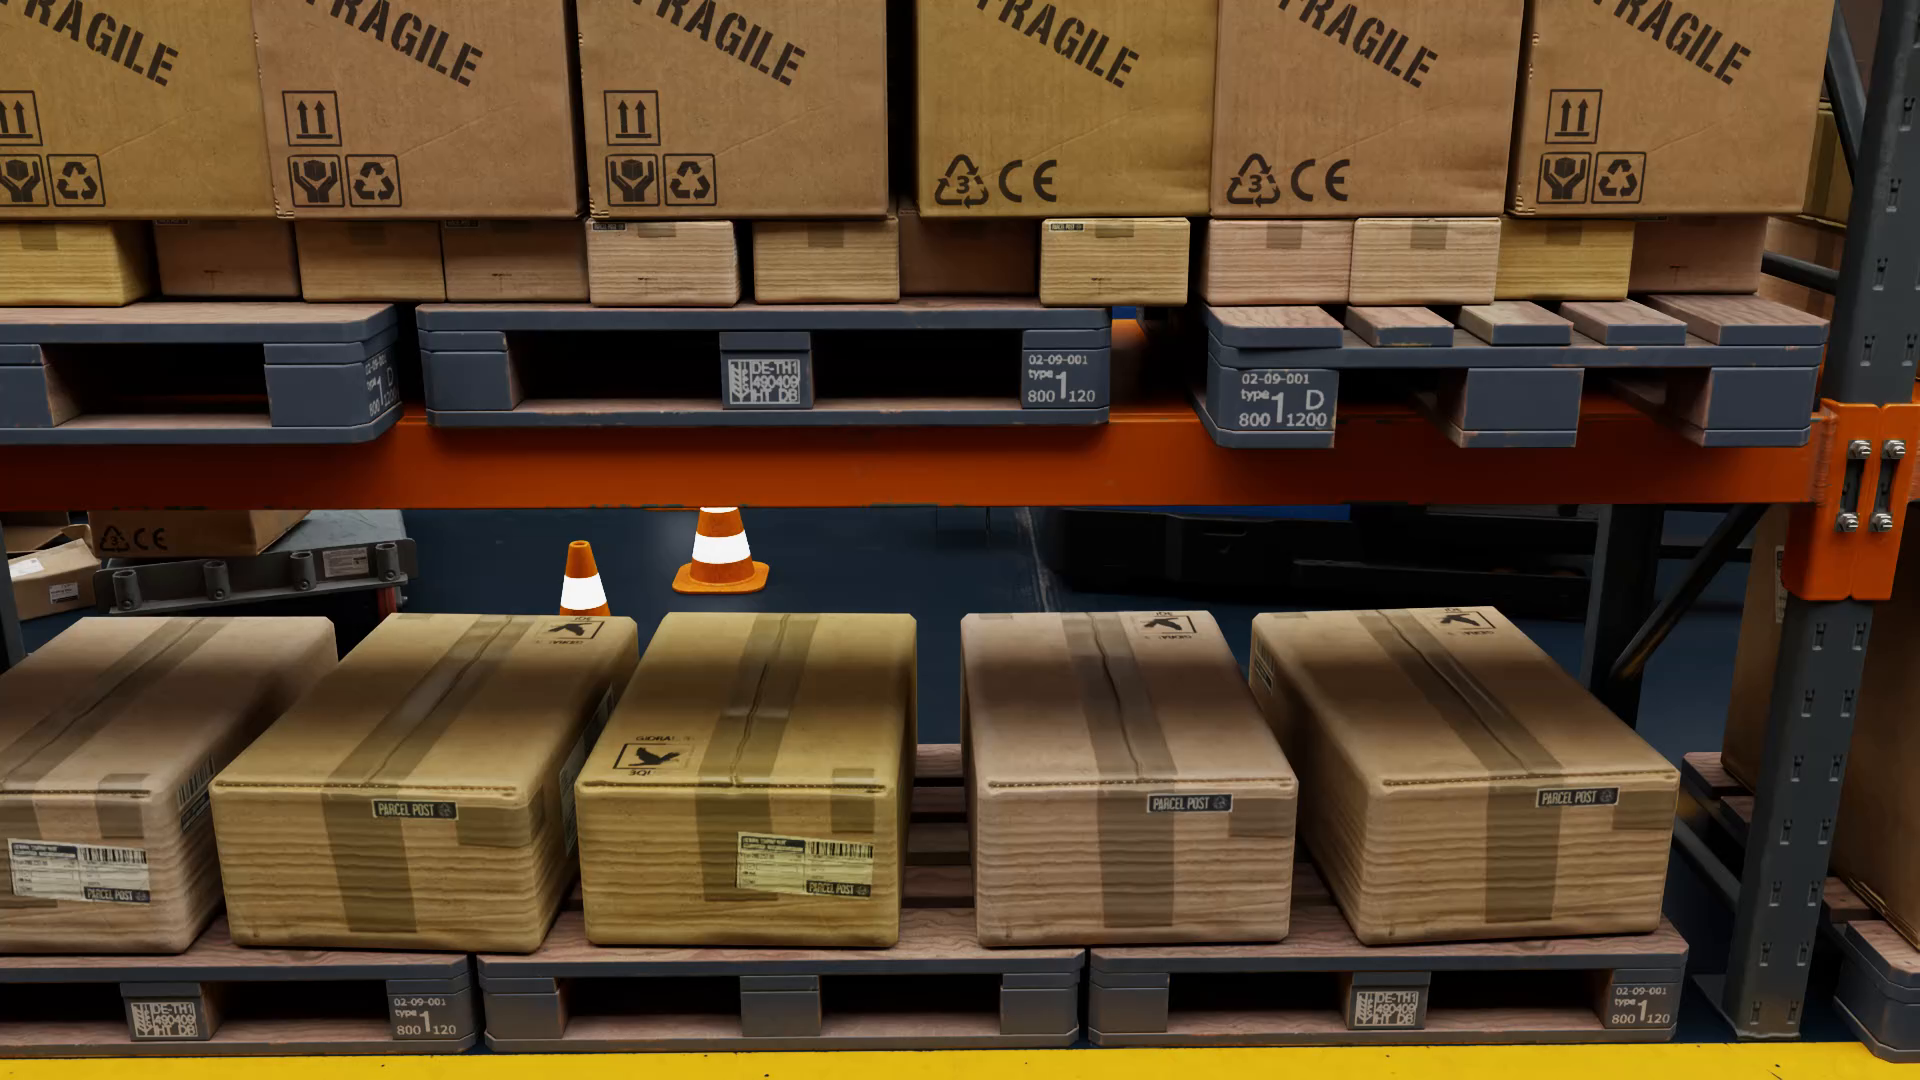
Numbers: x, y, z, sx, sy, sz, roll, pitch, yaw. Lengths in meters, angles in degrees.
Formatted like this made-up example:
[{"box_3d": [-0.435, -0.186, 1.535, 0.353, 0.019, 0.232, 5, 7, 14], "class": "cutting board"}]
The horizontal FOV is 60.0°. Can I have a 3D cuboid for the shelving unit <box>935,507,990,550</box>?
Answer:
[{"box_3d": [0.008, -0.429, 6.410, 0.210, 0.900, 0.258, 0, 18, -1], "class": "shelving unit"}]

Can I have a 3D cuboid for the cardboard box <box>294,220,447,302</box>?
[{"box_3d": [-1.019, -0.542, 3.050, 0.250, 0.149, 0.380, 0, 18, 0], "class": "cardboard box"}]

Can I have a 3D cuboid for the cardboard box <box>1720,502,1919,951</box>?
[{"box_3d": [2.325, 0.271, 3.583, 0.875, 0.875, 0.875, 0, 18, -1], "class": "cardboard box"}]

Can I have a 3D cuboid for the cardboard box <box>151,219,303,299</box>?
[{"box_3d": [-1.277, -0.553, 3.086, 0.250, 0.149, 0.380, 1, 18, 3], "class": "cardboard box"}]

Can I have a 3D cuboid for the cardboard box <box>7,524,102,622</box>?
[{"box_3d": [-3.215, 0.107, 5.780, 0.396, 0.266, 0.258, -15, 23, -39], "class": "cardboard box"}]

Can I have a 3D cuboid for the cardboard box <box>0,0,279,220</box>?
[{"box_3d": [-1.392, -0.850, 2.949, 0.500, 0.500, 0.500, 0, 18, -1], "class": "cardboard box"}]

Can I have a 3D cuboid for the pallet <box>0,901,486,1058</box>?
[{"box_3d": [-1.588, 0.780, 3.770, 1.213, 0.211, 1.003, 0, 18, -1], "class": "pallet"}]

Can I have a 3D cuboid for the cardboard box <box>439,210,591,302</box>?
[{"box_3d": [-0.772, -0.542, 3.051, 0.250, 0.149, 0.380, 0, 18, 0], "class": "cardboard box"}]

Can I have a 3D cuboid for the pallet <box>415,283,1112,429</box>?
[{"box_3d": [-0.345, -0.449, 3.352, 1.213, 0.211, 1.003, 0, 18, -1], "class": "pallet"}]

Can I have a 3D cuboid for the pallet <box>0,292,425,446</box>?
[{"box_3d": [-1.600, -0.411, 3.234, 1.213, 0.211, 1.003, 0, 18, -1], "class": "pallet"}]

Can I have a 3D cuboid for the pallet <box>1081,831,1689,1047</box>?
[{"box_3d": [0.852, 0.768, 3.807, 1.213, 0.211, 1.003, 0, 18, -1], "class": "pallet"}]

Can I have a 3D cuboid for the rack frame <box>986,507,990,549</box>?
[{"box_3d": [0.110, -0.429, 6.412, 0.006, 0.900, 0.240, 0, 18, -1], "class": "rack frame"}]

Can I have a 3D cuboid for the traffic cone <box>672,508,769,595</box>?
[{"box_3d": [-0.874, -0.076, 6.027, 0.334, 0.463, 0.336, 0, 18, -1], "class": "traffic cone"}]

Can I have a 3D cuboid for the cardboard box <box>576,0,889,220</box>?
[{"box_3d": [-0.384, -0.854, 2.961, 0.500, 0.500, 0.500, -1, 18, -3], "class": "cardboard box"}]

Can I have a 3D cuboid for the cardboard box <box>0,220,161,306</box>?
[{"box_3d": [-1.559, -0.529, 3.008, 0.250, 0.149, 0.380, 0, 18, 0], "class": "cardboard box"}]

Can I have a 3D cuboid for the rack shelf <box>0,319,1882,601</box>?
[{"box_3d": [-0.366, -0.211, 3.471, 4.000, 0.370, 1.077, 0, 18, -1], "class": "rack shelf"}]

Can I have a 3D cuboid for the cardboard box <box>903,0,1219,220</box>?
[{"box_3d": [0.162, -0.856, 2.968, 0.500, 0.500, 0.500, -1, 18, -5], "class": "cardboard box"}]

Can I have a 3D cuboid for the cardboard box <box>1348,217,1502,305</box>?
[{"box_3d": [0.791, -0.531, 3.017, 0.250, 0.149, 0.380, 0, 18, -1], "class": "cardboard box"}]

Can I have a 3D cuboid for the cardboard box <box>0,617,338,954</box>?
[{"box_3d": [-1.842, 0.504, 3.679, 0.625, 0.372, 0.950, 0, 18, 0], "class": "cardboard box"}]

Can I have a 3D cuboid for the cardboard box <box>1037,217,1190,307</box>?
[{"box_3d": [0.264, -0.527, 3.004, 0.250, 0.149, 0.380, 0, 18, 0], "class": "cardboard box"}]

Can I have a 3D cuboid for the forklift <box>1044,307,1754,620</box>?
[{"box_3d": [1.870, -1.298, 5.795, 3.031, 2.935, 1.130, 3, 18, 9], "class": "forklift"}]

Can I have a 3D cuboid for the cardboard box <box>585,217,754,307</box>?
[{"box_3d": [-0.505, -0.528, 3.006, 0.250, 0.149, 0.380, 0, 18, 1], "class": "cardboard box"}]

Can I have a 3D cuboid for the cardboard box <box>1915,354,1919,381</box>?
[{"box_3d": [2.127, -0.417, 3.182, 0.500, 0.250, 0.500, -1, 18, -2], "class": "cardboard box"}]

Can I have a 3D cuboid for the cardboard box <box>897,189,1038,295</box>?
[{"box_3d": [0.011, -0.564, 3.120, 0.250, 0.149, 0.380, 0, 18, 0], "class": "cardboard box"}]

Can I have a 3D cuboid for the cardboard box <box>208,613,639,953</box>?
[{"box_3d": [-1.123, 0.500, 3.693, 0.625, 0.372, 0.950, 1, 18, 3], "class": "cardboard box"}]

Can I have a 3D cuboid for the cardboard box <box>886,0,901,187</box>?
[{"box_3d": [-0.372, -1.011, 3.451, 0.500, 0.500, 0.500, -1, 18, -3], "class": "cardboard box"}]

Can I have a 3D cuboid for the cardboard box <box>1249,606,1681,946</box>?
[{"box_3d": [1.068, 0.488, 3.730, 0.625, 0.372, 0.950, -1, 18, -5], "class": "cardboard box"}]

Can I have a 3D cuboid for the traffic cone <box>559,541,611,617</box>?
[{"box_3d": [-1.148, 0.231, 5.070, 0.334, 0.463, 0.336, 0, 18, -1], "class": "traffic cone"}]

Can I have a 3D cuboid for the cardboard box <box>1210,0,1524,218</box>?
[{"box_3d": [0.666, -0.859, 2.977, 0.500, 0.500, 0.500, -1, 18, -2], "class": "cardboard box"}]

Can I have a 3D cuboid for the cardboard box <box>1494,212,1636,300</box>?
[{"box_3d": [1.042, -0.546, 3.064, 0.250, 0.149, 0.380, 0, 18, 0], "class": "cardboard box"}]

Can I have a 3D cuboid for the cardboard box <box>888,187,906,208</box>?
[{"box_3d": [-0.049, -0.687, 3.502, 0.250, 0.149, 0.380, 0, 18, 1], "class": "cardboard box"}]

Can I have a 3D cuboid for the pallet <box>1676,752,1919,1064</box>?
[{"box_3d": [2.423, 0.784, 3.758, 1.213, 0.211, 1.003, 0, 18, -1], "class": "pallet"}]

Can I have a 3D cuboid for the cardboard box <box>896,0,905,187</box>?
[{"box_3d": [0.128, -1.011, 3.451, 0.500, 0.500, 0.500, 0, 18, 0], "class": "cardboard box"}]

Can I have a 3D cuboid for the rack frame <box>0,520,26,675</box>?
[{"box_3d": [-2.366, -0.544, 3.331, 0.127, 3.000, 1.000, 0, 18, -1], "class": "rack frame"}]

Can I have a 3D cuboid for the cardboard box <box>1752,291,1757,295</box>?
[{"box_3d": [3.692, -1.019, 8.219, 0.500, 0.500, 0.500, -1, 18, -2], "class": "cardboard box"}]

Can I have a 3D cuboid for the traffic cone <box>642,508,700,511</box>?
[{"box_3d": [-1.181, -0.392, 7.013, 0.334, 0.463, 0.336, 0, 18, -1], "class": "traffic cone"}]

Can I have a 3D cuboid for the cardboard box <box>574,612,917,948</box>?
[{"box_3d": [-0.428, 0.496, 3.705, 0.625, 0.372, 0.950, 0, 18, 1], "class": "cardboard box"}]

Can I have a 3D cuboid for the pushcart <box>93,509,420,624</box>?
[{"box_3d": [-2.452, 0.009, 5.902, 0.936, 0.377, 1.648, -7, 19, -20], "class": "pushcart"}]

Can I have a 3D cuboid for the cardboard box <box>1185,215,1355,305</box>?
[{"box_3d": [0.539, -0.533, 3.021, 0.250, 0.149, 0.380, -1, 18, -3], "class": "cardboard box"}]

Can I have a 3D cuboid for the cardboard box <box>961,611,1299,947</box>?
[{"box_3d": [0.330, 0.494, 3.711, 0.625, 0.372, 0.950, -1, 18, -2], "class": "cardboard box"}]

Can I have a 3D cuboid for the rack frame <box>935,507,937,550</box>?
[{"box_3d": [-0.094, -0.428, 6.409, 0.006, 0.900, 0.240, 0, 18, -1], "class": "rack frame"}]

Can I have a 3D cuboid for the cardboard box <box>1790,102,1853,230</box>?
[{"box_3d": [2.114, -0.809, 3.587, 0.500, 0.250, 0.500, 0, 18, -1], "class": "cardboard box"}]

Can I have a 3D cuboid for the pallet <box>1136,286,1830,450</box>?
[{"box_3d": [0.922, -0.436, 3.309, 1.003, 0.211, 1.213, 0, 18, -1], "class": "pallet"}]

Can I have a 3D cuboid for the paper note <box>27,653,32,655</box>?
[{"box_3d": [-2.923, 0.352, 5.401, 0.142, 0.019, 0.148, 0, 18, -1], "class": "paper note"}]

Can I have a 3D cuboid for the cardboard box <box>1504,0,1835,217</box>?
[{"box_3d": [1.183, -0.865, 2.995, 0.500, 0.500, 0.500, -1, 18, -2], "class": "cardboard box"}]

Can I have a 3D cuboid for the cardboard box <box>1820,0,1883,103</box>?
[{"box_3d": [2.146, -1.169, 3.480, 0.500, 0.500, 0.500, -1, 18, -2], "class": "cardboard box"}]

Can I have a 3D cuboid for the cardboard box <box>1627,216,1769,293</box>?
[{"box_3d": [1.309, -0.570, 3.137, 0.250, 0.149, 0.380, 0, 18, 1], "class": "cardboard box"}]

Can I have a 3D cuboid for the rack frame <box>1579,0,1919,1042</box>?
[{"box_3d": [1.633, -0.563, 3.391, 0.127, 3.000, 1.000, 0, 18, -1], "class": "rack frame"}]

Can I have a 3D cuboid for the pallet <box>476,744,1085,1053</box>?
[{"box_3d": [-0.365, 0.773, 3.792, 1.213, 0.211, 1.003, 0, 18, -1], "class": "pallet"}]

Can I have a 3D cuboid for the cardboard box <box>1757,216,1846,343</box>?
[{"box_3d": [2.135, -0.573, 3.669, 0.500, 0.250, 0.500, -1, 18, -3], "class": "cardboard box"}]

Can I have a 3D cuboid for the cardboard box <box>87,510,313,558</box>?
[{"box_3d": [-2.424, -0.257, 5.292, 0.500, 0.500, 0.500, 0, 18, -1], "class": "cardboard box"}]

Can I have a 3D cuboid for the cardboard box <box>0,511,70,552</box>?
[{"box_3d": [-3.715, -0.189, 6.091, 0.503, 0.637, 0.797, 0, 18, -1], "class": "cardboard box"}]

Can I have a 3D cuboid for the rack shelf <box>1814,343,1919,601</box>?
[{"box_3d": [3.633, -0.230, 3.531, 4.000, 0.370, 1.077, 0, 18, -1], "class": "rack shelf"}]

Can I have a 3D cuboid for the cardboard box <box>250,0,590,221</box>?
[{"box_3d": [-0.898, -0.848, 2.943, 0.500, 0.500, 0.500, 0, 18, -1], "class": "cardboard box"}]

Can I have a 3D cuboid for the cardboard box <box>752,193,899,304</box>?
[{"box_3d": [-0.239, -0.538, 3.038, 0.250, 0.149, 0.380, -1, 18, -3], "class": "cardboard box"}]
